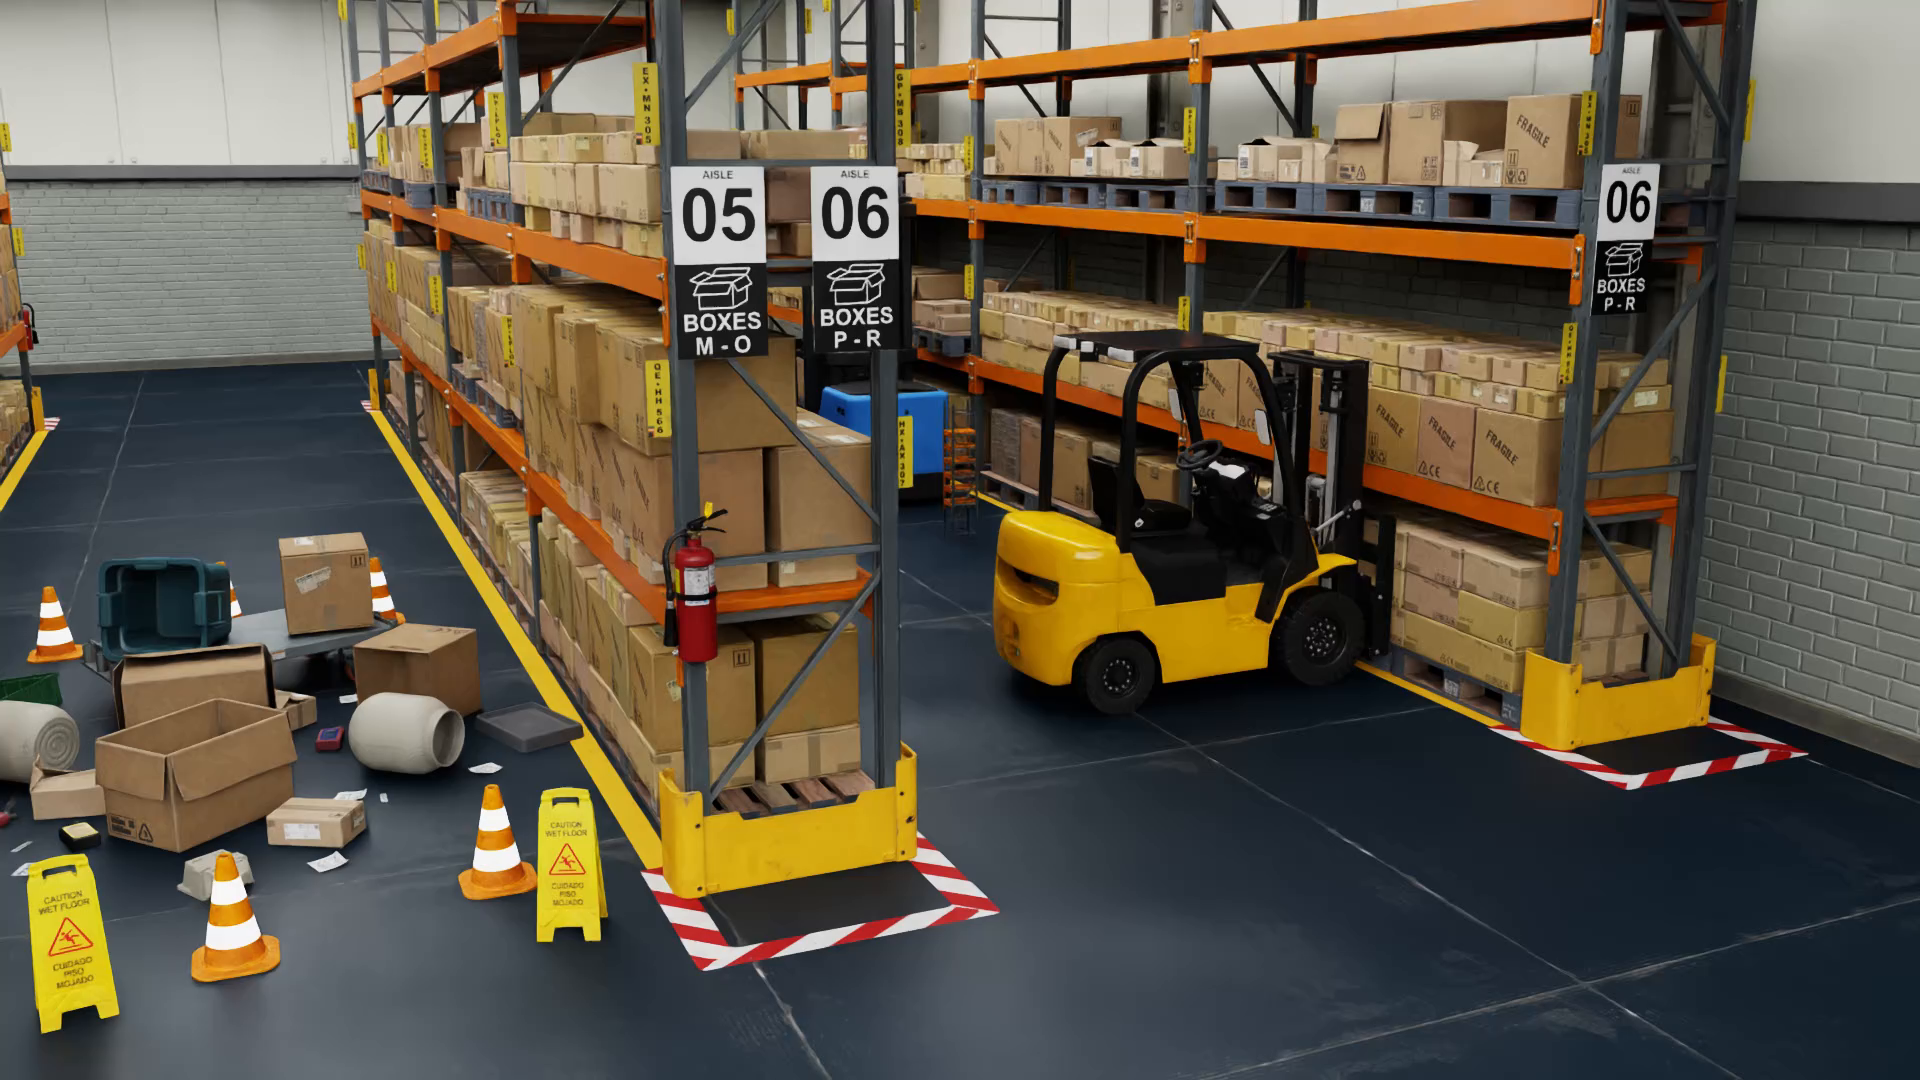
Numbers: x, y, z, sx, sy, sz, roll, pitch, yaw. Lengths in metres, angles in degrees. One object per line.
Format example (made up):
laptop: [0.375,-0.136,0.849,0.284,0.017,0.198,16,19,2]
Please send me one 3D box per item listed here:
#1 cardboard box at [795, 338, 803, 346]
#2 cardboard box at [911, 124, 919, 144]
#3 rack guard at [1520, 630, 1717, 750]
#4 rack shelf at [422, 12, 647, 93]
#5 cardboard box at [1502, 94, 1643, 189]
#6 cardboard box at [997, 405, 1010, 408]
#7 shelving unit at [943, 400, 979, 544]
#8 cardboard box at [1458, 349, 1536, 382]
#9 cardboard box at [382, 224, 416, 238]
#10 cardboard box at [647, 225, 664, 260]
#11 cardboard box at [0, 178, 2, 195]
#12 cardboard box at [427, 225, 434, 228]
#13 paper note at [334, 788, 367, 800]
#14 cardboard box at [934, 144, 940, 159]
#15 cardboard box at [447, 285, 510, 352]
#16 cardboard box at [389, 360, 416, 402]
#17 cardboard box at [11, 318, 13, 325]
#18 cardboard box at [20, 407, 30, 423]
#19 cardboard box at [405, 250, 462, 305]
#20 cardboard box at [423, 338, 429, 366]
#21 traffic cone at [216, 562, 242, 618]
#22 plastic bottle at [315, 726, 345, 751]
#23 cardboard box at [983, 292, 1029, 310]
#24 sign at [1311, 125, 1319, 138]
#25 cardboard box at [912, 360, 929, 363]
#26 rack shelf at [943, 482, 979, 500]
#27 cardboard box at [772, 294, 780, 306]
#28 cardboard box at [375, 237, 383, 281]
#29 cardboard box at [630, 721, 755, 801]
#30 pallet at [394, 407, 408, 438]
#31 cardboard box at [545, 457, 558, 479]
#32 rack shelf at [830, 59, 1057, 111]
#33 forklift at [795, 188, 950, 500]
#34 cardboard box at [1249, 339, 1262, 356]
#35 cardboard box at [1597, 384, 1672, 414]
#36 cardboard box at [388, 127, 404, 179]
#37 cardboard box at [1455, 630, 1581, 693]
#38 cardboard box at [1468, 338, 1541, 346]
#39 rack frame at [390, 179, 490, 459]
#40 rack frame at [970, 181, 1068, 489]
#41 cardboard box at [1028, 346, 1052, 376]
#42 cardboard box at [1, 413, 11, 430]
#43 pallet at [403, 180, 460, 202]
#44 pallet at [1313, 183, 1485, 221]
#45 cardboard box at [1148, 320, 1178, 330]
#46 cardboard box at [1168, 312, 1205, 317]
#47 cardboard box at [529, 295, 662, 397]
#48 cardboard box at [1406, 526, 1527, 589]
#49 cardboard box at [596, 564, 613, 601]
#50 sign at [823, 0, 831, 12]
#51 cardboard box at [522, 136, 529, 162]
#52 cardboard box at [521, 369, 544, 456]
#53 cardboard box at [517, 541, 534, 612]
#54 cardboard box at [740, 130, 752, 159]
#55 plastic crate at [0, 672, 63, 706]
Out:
cardboard box: [-2.461,-2.533,23.267,0.797,0.503,0.637,-6,14,-25]
cardboard box: [-0.696,-4.684,19.127,0.396,0.266,0.258,-6,14,-23]
rack guard: [3.799,0.849,9.594,1.175,0.500,0.348,-6,14,-23]
rack shelf: [-3.160,-3.542,12.198,1.077,0.370,4.000,-6,14,-23]
cardboard box: [3.389,-2.207,9.225,0.500,0.500,0.500,-5,14,-21]
cardboard box: [0.673,-1.126,17.195,0.500,0.500,0.500,-5,14,-21]
shelving unit: [0.006,-0.582,14.222,0.258,1.200,0.189,-6,14,-23]
cardboard box: [3.196,-1.038,9.884,0.380,0.149,0.250,-5,14,-22]
cardboard box: [-6.545,-3.610,19.438,0.380,0.149,0.250,-6,14,-23]
cardboard box: [-1.156,-1.312,7.292,0.380,0.149,0.250,-6,14,-23]
cardboard box: [-11.026,-3.976,18.577,0.500,0.250,0.500,-6,14,-23]
cardboard box: [-6.010,-3.604,19.411,0.380,0.149,0.250,-6,14,-23]
paper note: [-3.162,1.323,8.613,0.148,0.019,0.142,-1,13,-4]
cardboard box: [-0.048,-3.969,17.003,0.380,0.149,0.250,-6,14,-24]
cardboard box: [-3.993,-1.862,13.950,0.500,0.500,0.500,-6,14,-25]
cardboard box: [-6.810,-2.059,21.367,0.875,0.438,0.875,-6,14,-25]
cardboard box: [-11.206,-2.543,19.264,0.380,0.149,0.250,-6,14,-23]
cardboard box: [-11.063,-1.444,19.349,0.380,0.149,0.250,-5,14,-21]
cardboard box: [-5.223,-2.617,16.584,0.500,0.500,0.500,-6,14,-24]
cardboard box: [-4.808,-1.795,15.807,0.500,0.250,0.500,-6,14,-24]
traffic cone: [-5.171,0.385,11.679,0.336,0.463,0.334,-6,14,-23]
plastic bottle: [-3.561,1.116,9.411,0.133,0.061,0.283,-3,13,-13]
cardboard box: [0.443,-2.299,15.991,0.380,0.149,0.250,-5,14,-21]
sign: [2.695,-3.003,12.716,0.100,0.325,0.005,-6,14,-23]
cardboard box: [-0.495,-2.052,19.758,0.380,0.149,0.250,-6,14,-23]
rack shelf: [0.006,-0.421,14.259,0.258,0.103,0.180,-6,14,-23]
cardboard box: [-2.269,-3.194,22.074,0.380,0.149,0.250,-6,14,-25]
cardboard box: [-6.607,-3.327,19.652,0.500,0.500,0.500,-6,14,-23]
cardboard box: [-1.337,1.063,8.293,0.500,0.250,0.500,-6,14,-23]
pallet: [-6.289,-1.462,20.219,1.003,0.211,1.213,-6,14,-23]
cardboard box: [-2.378,-0.487,10.380,0.380,0.149,0.250,-5,14,-21]
rack shelf: [-0.216,-4.817,17.710,1.077,0.370,4.000,-6,14,-23]
forklift: [-1.117,-2.049,16.724,1.130,2.935,3.031,-5,14,-21]
cardboard box: [2.309,-1.371,11.980,0.380,0.149,0.250,-6,14,-23]
cardboard box: [3.891,-0.832,9.653,0.380,0.149,0.250,-6,14,-24]
cardboard box: [-5.476,-3.910,16.808,0.500,0.500,0.500,-6,14,-24]
cardboard box: [3.312,0.693,9.892,0.500,0.250,0.500,-6,14,-23]
cardboard box: [3.444,-1.187,10.527,0.380,0.149,0.250,-5,14,-21]
rack frame: [-5.564,-2.404,18.105,1.000,3.000,0.127,-6,14,-23]
rack frame: [0.585,-2.027,16.474,1.000,3.000,0.127,-6,14,-23]
cardboard box: [0.949,-1.630,15.092,0.500,0.250,0.500,-6,14,-25]
cardboard box: [-10.462,-1.265,17.913,0.380,0.149,0.250,-6,14,-23]
pallet: [-4.719,-3.306,15.768,1.003,0.211,1.213,-5,14,-20]
pallet: [3.038,-2.193,10.737,1.003,0.211,1.213,-6,14,-23]
cardboard box: [1.727,-1.667,13.261,0.380,0.149,0.250,-6,14,-24]
cardboard box: [1.963,-1.820,13.920,0.380,0.149,0.250,-6,14,-24]
cardboard box: [-2.021,-1.108,9.405,0.700,0.500,0.500,-6,14,-24]
cardboard box: [3.109,0.102,10.226,0.500,0.250,0.500,-5,14,-22]
cardboard box: [-1.727,0.210,8.874,0.380,0.149,0.250,-5,14,-21]
sign: [-1.522,-6.224,19.059,0.100,0.325,0.005,-6,14,-23]
cardboard box: [-2.401,-2.333,9.934,0.380,0.149,0.250,-5,14,-21]
cardboard box: [-2.438,-0.829,10.417,0.500,0.500,0.500,-6,14,-23]
cardboard box: [-2.572,0.216,11.680,0.950,0.372,0.625,-5,14,-22]
cardboard box: [-0.828,-1.795,7.609,0.380,0.149,0.250,-6,14,-23]
plastic crate: [-5.584,0.976,9.608,0.450,0.188,0.662,-8,12,8]
